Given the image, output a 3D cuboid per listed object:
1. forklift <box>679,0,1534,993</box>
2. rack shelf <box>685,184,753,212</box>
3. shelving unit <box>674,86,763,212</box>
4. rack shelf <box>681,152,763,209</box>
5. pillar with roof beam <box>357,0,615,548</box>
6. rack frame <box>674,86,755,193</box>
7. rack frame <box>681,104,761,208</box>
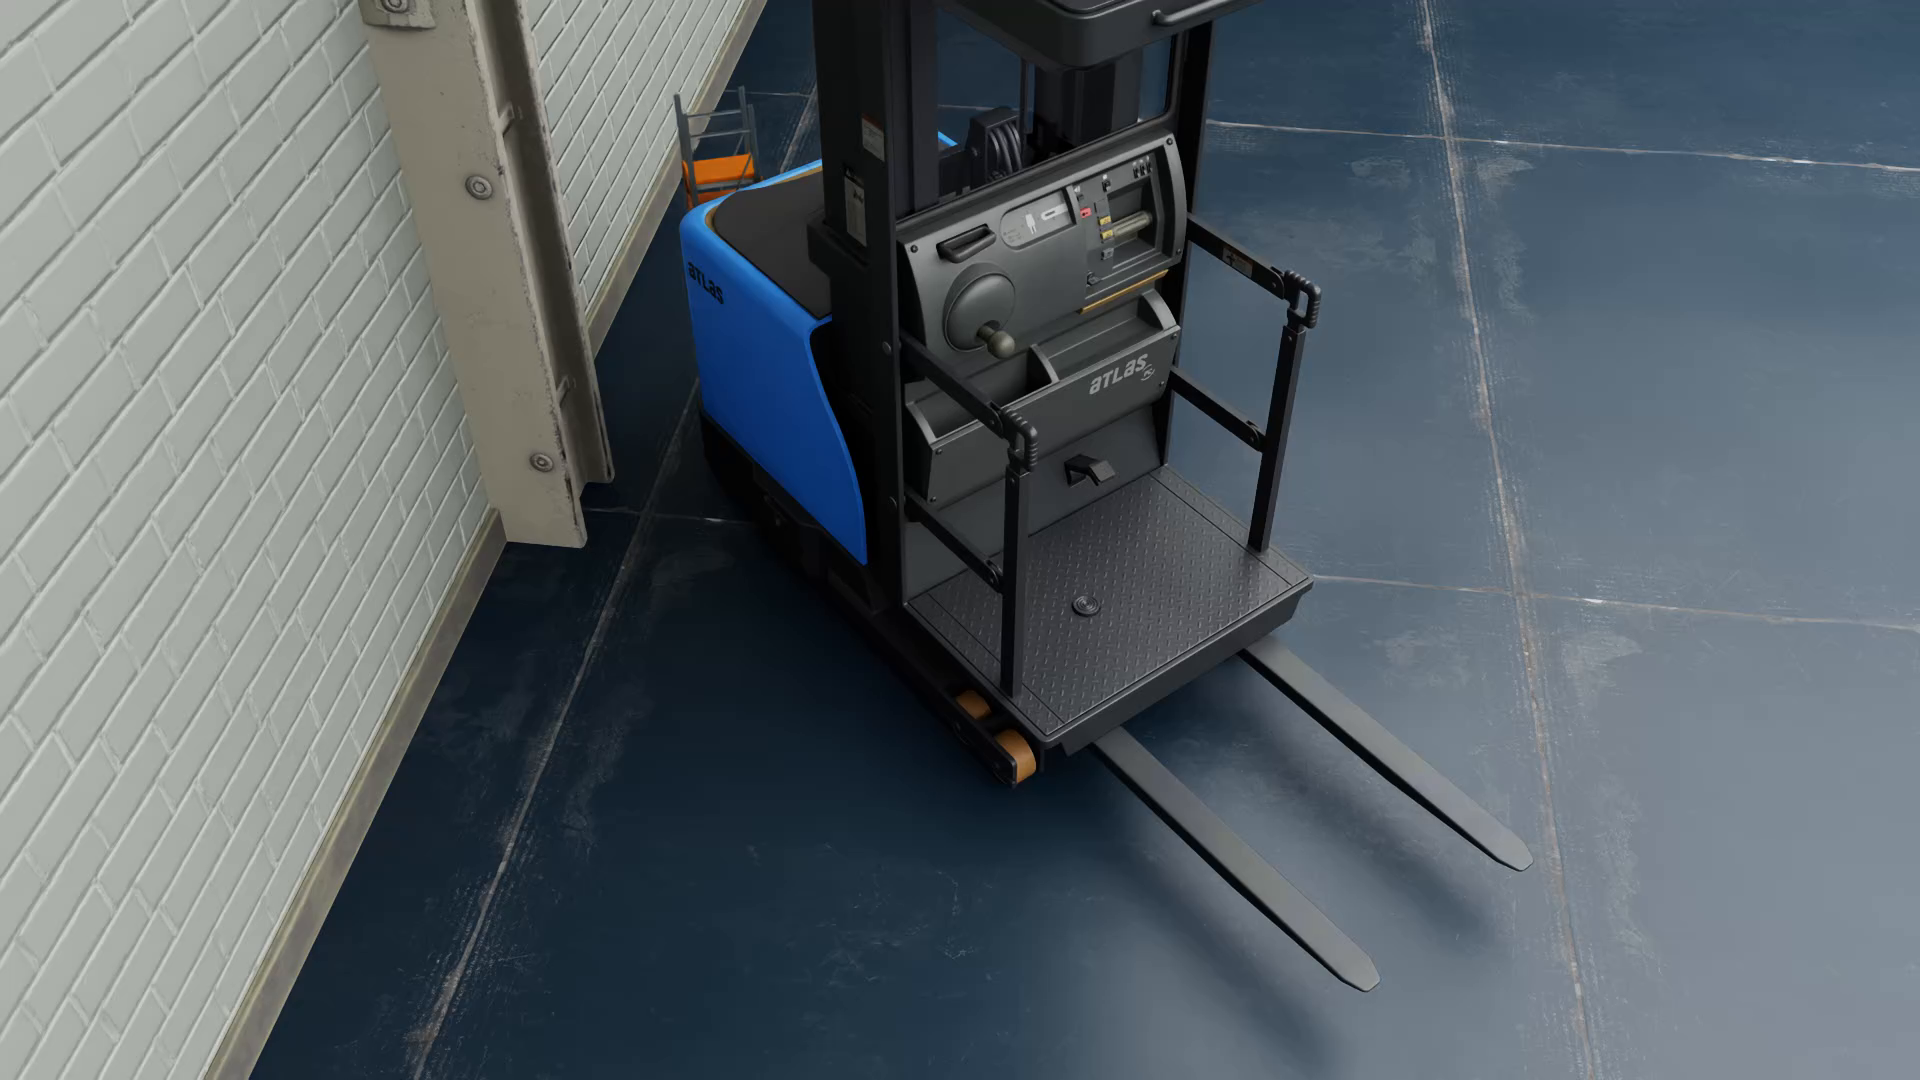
[{"bbox_3d":[0.378,-0.722,4.381,1.130,2.935,3.031,-28,50,-26],"label":"forklift"},{"bbox_3d":[-0.813,-1.142,5.789,0.258,0.103,0.180,-10,36,-11],"label":"rack shelf"},{"bbox_3d":[-0.807,-0.982,5.903,0.258,1.200,0.189,-10,36,-11],"label":"shelving unit"},{"bbox_3d":[-0.817,-1.239,5.720,0.258,0.103,0.180,-10,36,-11],"label":"rack shelf"},{"bbox_3d":[2.844,-2.998,2.371,9.100,9.000,0.400,5,44,6],"label":"pillar with roof beam"},{"bbox_3d":[-0.831,-1.033,5.975,0.240,1.200,0.006,-10,36,-11],"label":"rack frame"},{"bbox_3d":[-0.782,-0.932,5.830,0.240,1.200,0.006,-10,36,-11],"label":"rack frame"}]
